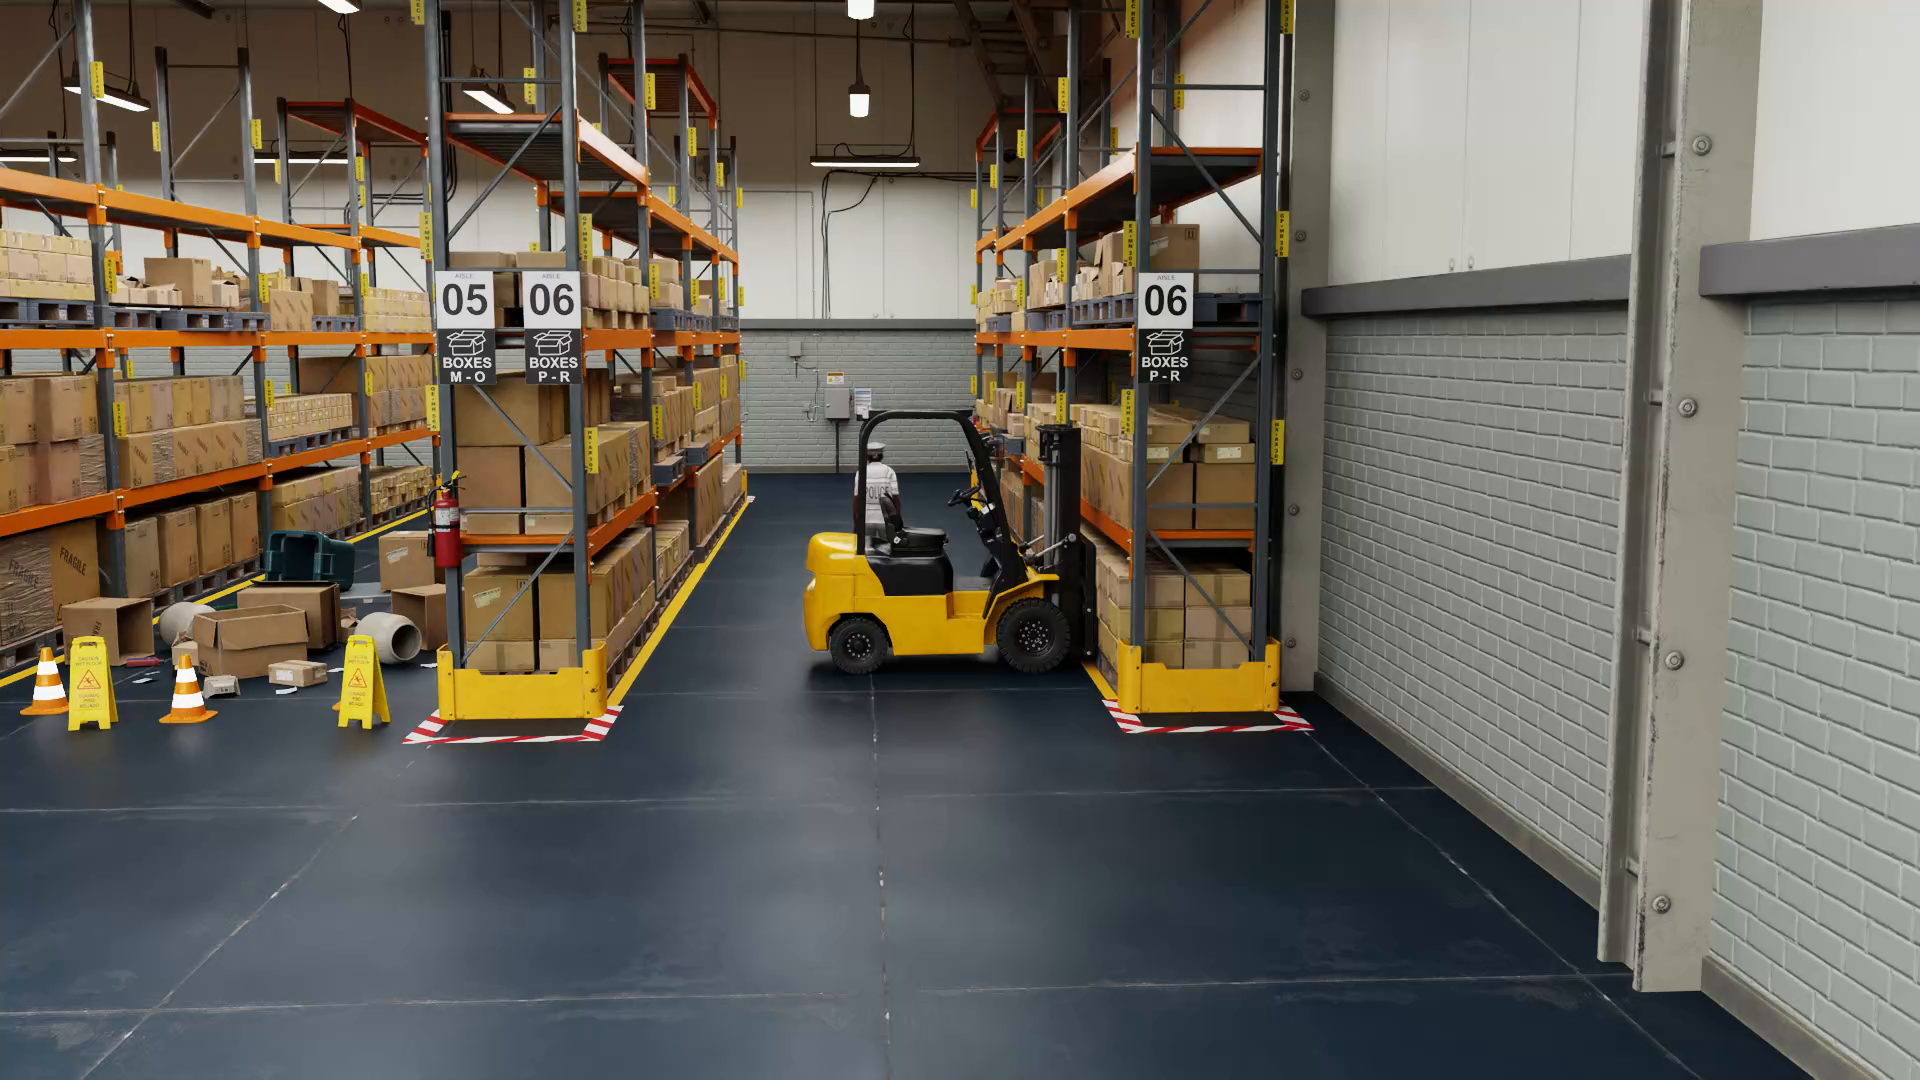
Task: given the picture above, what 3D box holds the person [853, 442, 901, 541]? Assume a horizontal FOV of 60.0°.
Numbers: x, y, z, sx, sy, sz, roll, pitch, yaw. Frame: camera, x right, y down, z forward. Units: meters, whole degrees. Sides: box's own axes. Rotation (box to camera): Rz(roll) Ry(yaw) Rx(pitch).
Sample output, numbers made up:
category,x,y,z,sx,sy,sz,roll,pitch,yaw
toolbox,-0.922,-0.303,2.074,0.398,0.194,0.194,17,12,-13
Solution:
category,x,y,z,sx,sy,sz,roll,pitch,yaw
person,-0.849,-0.168,17.126,0.507,1.659,0.415,0,7,-4
